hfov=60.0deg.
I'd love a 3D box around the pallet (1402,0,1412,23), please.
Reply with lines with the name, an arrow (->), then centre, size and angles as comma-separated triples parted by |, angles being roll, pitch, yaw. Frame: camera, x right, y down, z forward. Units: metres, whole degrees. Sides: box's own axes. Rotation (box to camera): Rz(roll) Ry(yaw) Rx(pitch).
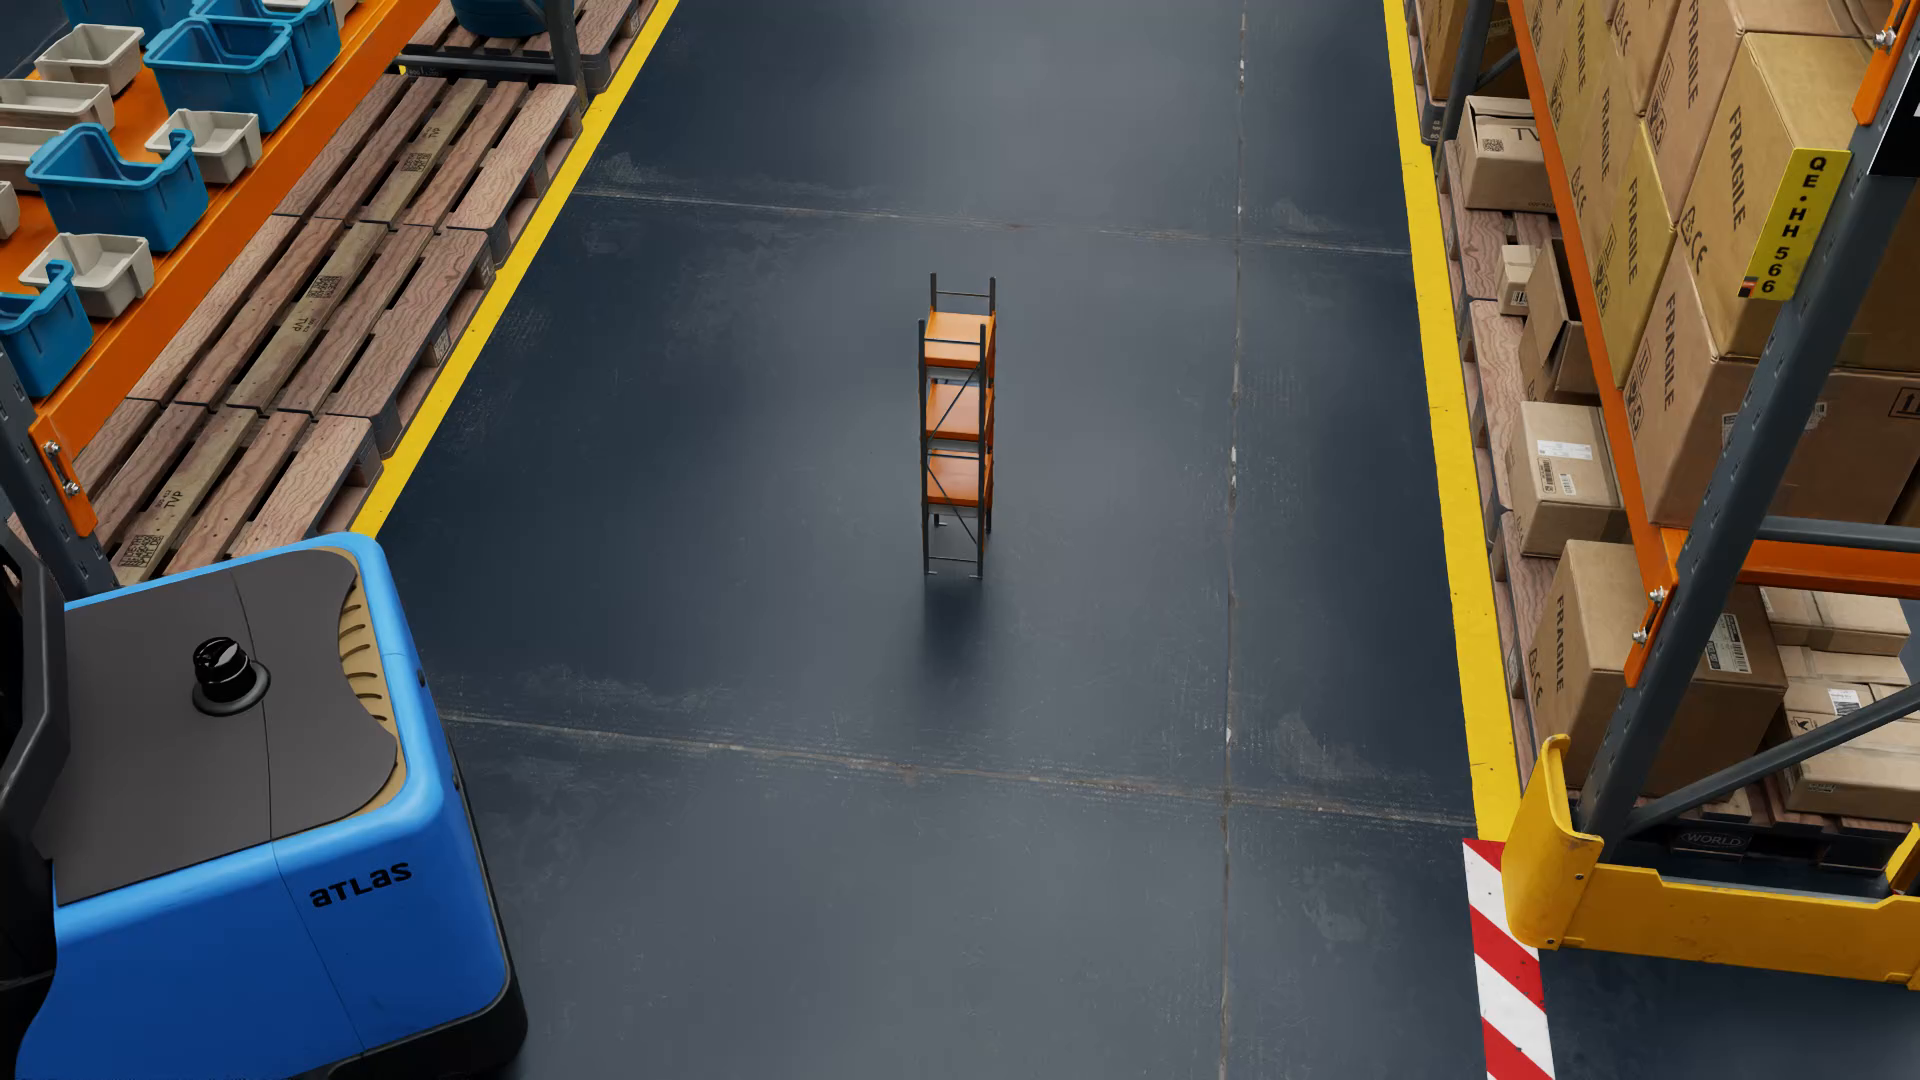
pallet -> 2.865, -3.093, 8.863 | 1.003, 0.211, 1.213 | 5, 44, 6

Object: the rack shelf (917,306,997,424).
rack shelf -> -0.007, -0.543, 5.163 | 0.215, 0.259, 0.240 | 5, 44, 6

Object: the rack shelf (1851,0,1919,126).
rack shelf -> 2.372, -2.179, 4.211 | 1.077, 0.370, 4.000 | 5, 44, 6

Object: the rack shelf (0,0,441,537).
rack shelf -> -2.538, -1.542, 5.720 | 1.077, 0.370, 4.000 | 5, 44, 6

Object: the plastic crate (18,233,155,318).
plastic crate -> -2.319, -0.716, 4.472 | 0.250, 0.136, 0.298 | 5, 44, 6

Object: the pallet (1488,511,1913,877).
pallet -> 2.222, 0.430, 5.143 | 1.003, 0.211, 1.213 | 5, 44, 6

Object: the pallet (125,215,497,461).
pallet -> -2.491, -0.815, 6.458 | 1.003, 0.211, 1.213 | 5, 44, 6

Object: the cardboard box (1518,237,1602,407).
cardboard box -> 2.393, -0.686, 5.789 | 0.797, 0.503, 0.637 | 5, 44, 6

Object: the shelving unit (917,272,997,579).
shelving unit -> -0.007, -0.345, 5.351 | 0.215, 1.050, 0.252 | 5, 44, 6

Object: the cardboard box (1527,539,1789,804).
cardboard box -> 1.935, 0.367, 4.678 | 0.500, 0.500, 0.500 | 5, 44, 6

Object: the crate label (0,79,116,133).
crate label -> -2.809, -1.327, 5.118 | 0.396, 0.136, 0.243 | 5, 44, 6

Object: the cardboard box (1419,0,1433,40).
cardboard box -> 2.491, -2.664, 7.880 | 0.500, 0.500, 0.500 | 5, 44, 6

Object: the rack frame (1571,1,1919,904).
rack frame -> 2.107, 0.012, 3.555 | 1.000, 3.000, 0.127 | 5, 44, 6

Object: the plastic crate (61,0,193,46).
plastic crate -> -2.785, -1.824, 5.573 | 0.416, 0.233, 0.300 | 5, 44, 6

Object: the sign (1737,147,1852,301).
sign -> 1.560, -0.587, 3.116 | 0.100, 0.325, 0.005 | 5, 44, 6

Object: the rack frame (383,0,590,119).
rack frame -> -2.273, -3.166, 6.912 | 1.000, 3.000, 0.127 | 5, 44, 6

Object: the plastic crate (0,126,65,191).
plastic crate -> -2.821, -1.135, 4.915 | 0.396, 0.136, 0.243 | 5, 44, 6

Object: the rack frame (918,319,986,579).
rack frame -> -0.023, -0.262, 5.263 | 0.200, 1.050, 0.008 | 5, 44, 6

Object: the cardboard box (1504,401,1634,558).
cardboard box -> 2.090, -0.187, 5.445 | 0.500, 0.250, 0.500 | 5, 44, 6

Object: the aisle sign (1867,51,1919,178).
aisle sign -> 1.794, -0.913, 2.642 | 0.394, 0.787, 0.004 | 5, 44, 6

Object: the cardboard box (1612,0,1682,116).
cardboard box -> 2.023, -1.413, 4.261 | 0.500, 0.500, 0.500 | 6, 44, 7

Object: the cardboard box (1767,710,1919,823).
cardboard box -> 2.503, 0.634, 4.653 | 0.380, 0.149, 0.250 | 5, 44, 6

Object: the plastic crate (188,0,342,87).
plastic crate -> -2.230, -1.642, 5.380 | 0.416, 0.233, 0.300 | 5, 44, 6

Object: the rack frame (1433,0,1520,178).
rack frame -> 2.636, -2.714, 6.434 | 1.000, 3.000, 0.127 | 5, 44, 6

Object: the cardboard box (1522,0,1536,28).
cardboard box -> 2.234, -2.078, 5.690 | 0.500, 0.500, 0.500 | 6, 44, 6

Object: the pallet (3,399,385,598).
pallet -> -2.655, 0.014, 5.582 | 1.003, 0.211, 1.213 | 5, 44, 6

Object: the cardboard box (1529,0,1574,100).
cardboard box -> 2.166, -1.737, 5.330 | 0.500, 0.500, 0.500 | 5, 44, 5

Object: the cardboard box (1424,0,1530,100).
cardboard box -> 2.417, -2.328, 7.525 | 0.500, 0.500, 0.500 | 5, 44, 5

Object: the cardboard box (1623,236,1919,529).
cardboard box -> 1.897, -0.354, 3.869 | 0.500, 0.500, 0.500 | 6, 44, 7

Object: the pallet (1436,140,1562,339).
pallet -> 2.544, -1.233, 6.899 | 1.003, 0.211, 1.213 | 5, 44, 6

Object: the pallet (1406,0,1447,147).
pallet -> 2.706, -2.259, 7.982 | 1.003, 0.211, 1.213 | 5, 44, 6

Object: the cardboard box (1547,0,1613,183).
cardboard box -> 2.100, -1.391, 4.964 | 0.500, 0.500, 0.500 | 5, 44, 5

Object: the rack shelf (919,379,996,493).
rack shelf -> -0.007, -0.337, 5.358 | 0.215, 0.259, 0.240 | 5, 44, 6

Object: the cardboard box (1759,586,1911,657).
cardboard box -> 2.526, 0.166, 5.073 | 0.500, 0.250, 0.500 | 5, 44, 6

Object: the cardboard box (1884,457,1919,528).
cardboard box -> 2.427, -0.302, 3.815 | 0.500, 0.500, 0.500 | 6, 44, 6

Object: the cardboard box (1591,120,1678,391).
cardboard box -> 1.962, -0.708, 4.243 | 0.500, 0.500, 0.500 | 6, 44, 6

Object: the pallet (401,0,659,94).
pallet -> -2.130, -2.676, 8.423 | 1.003, 0.211, 1.213 | 5, 44, 6

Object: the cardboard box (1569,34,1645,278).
cardboard box -> 2.033, -1.047, 4.602 | 0.500, 0.500, 0.500 | 6, 44, 6

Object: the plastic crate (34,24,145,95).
plastic crate -> -2.788, -1.530, 5.333 | 0.298, 0.136, 0.250 | 5, 44, 6

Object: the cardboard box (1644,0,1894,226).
cardboard box -> 1.959, -1.060, 3.887 | 0.500, 0.500, 0.500 | 6, 44, 7

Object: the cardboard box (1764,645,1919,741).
cardboard box -> 2.536, 0.457, 4.826 | 0.380, 0.166, 0.250 | 5, 44, 6

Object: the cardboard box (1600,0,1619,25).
cardboard box -> 2.091, -1.763, 4.631 | 0.500, 0.500, 0.500 | 6, 44, 7

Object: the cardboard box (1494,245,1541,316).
cardboard box -> 2.262, -0.988, 6.352 | 0.380, 0.166, 0.250 | 5, 44, 6

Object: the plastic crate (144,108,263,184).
plastic crate -> -2.229, -1.178, 4.961 | 0.250, 0.136, 0.298 | 5, 44, 6

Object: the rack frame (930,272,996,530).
rack frame -> 0.009, -0.428, 5.438 | 0.200, 1.050, 0.008 | 5, 44, 6

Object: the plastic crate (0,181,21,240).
plastic crate -> -2.874, -0.939, 4.708 | 0.396, 0.136, 0.243 | 5, 44, 6

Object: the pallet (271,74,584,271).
pallet -> -2.332, -1.649, 7.338 | 1.003, 0.211, 1.213 | 5, 44, 6

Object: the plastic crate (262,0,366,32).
plastic crate -> -2.206, -1.878, 5.700 | 0.293, 0.136, 0.466 | 5, 44, 6

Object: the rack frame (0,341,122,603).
rack frame -> -2.802, -0.440, 4.033 | 1.000, 3.000, 0.127 | 5, 44, 6

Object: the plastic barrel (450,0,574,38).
plastic barrel -> -2.185, -2.926, 7.879 | 0.600, 0.901, 0.708 | 5, 44, 6

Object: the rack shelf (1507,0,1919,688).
rack shelf -> 2.372, -1.089, 5.242 | 1.077, 0.370, 4.000 | 5, 44, 6

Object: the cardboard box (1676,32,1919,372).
cardboard box -> 1.893, -0.715, 3.524 | 0.500, 0.500, 0.500 | 5, 44, 5

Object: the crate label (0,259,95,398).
crate label -> -2.443, -0.540, 4.216 | 0.416, 0.233, 0.303 | 5, 44, 6

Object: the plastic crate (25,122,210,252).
plastic crate -> -2.356, -0.988, 4.690 | 0.416, 0.233, 0.300 | 5, 44, 6

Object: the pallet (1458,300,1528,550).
pallet -> 2.385, -0.399, 6.018 | 1.003, 0.211, 1.213 | 5, 44, 6

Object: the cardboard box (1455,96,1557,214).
cardboard box -> 2.366, -1.631, 6.926 | 0.500, 0.311, 0.500 | 5, 44, 6

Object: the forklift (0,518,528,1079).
forklift -> -2.684, 0.377, 3.220 | 3.031, 2.935, 1.130 | -16, 46, -17

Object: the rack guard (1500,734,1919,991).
rack guard -> 2.117, 0.868, 4.469 | 1.175, 0.500, 0.348 | 5, 44, 6

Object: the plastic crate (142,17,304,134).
plastic crate -> -2.269, -1.437, 5.164 | 0.416, 0.233, 0.300 | 5, 44, 6

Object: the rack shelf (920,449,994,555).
rack shelf -> -0.007, -0.135, 5.549 | 0.215, 0.259, 0.240 | 5, 44, 6
